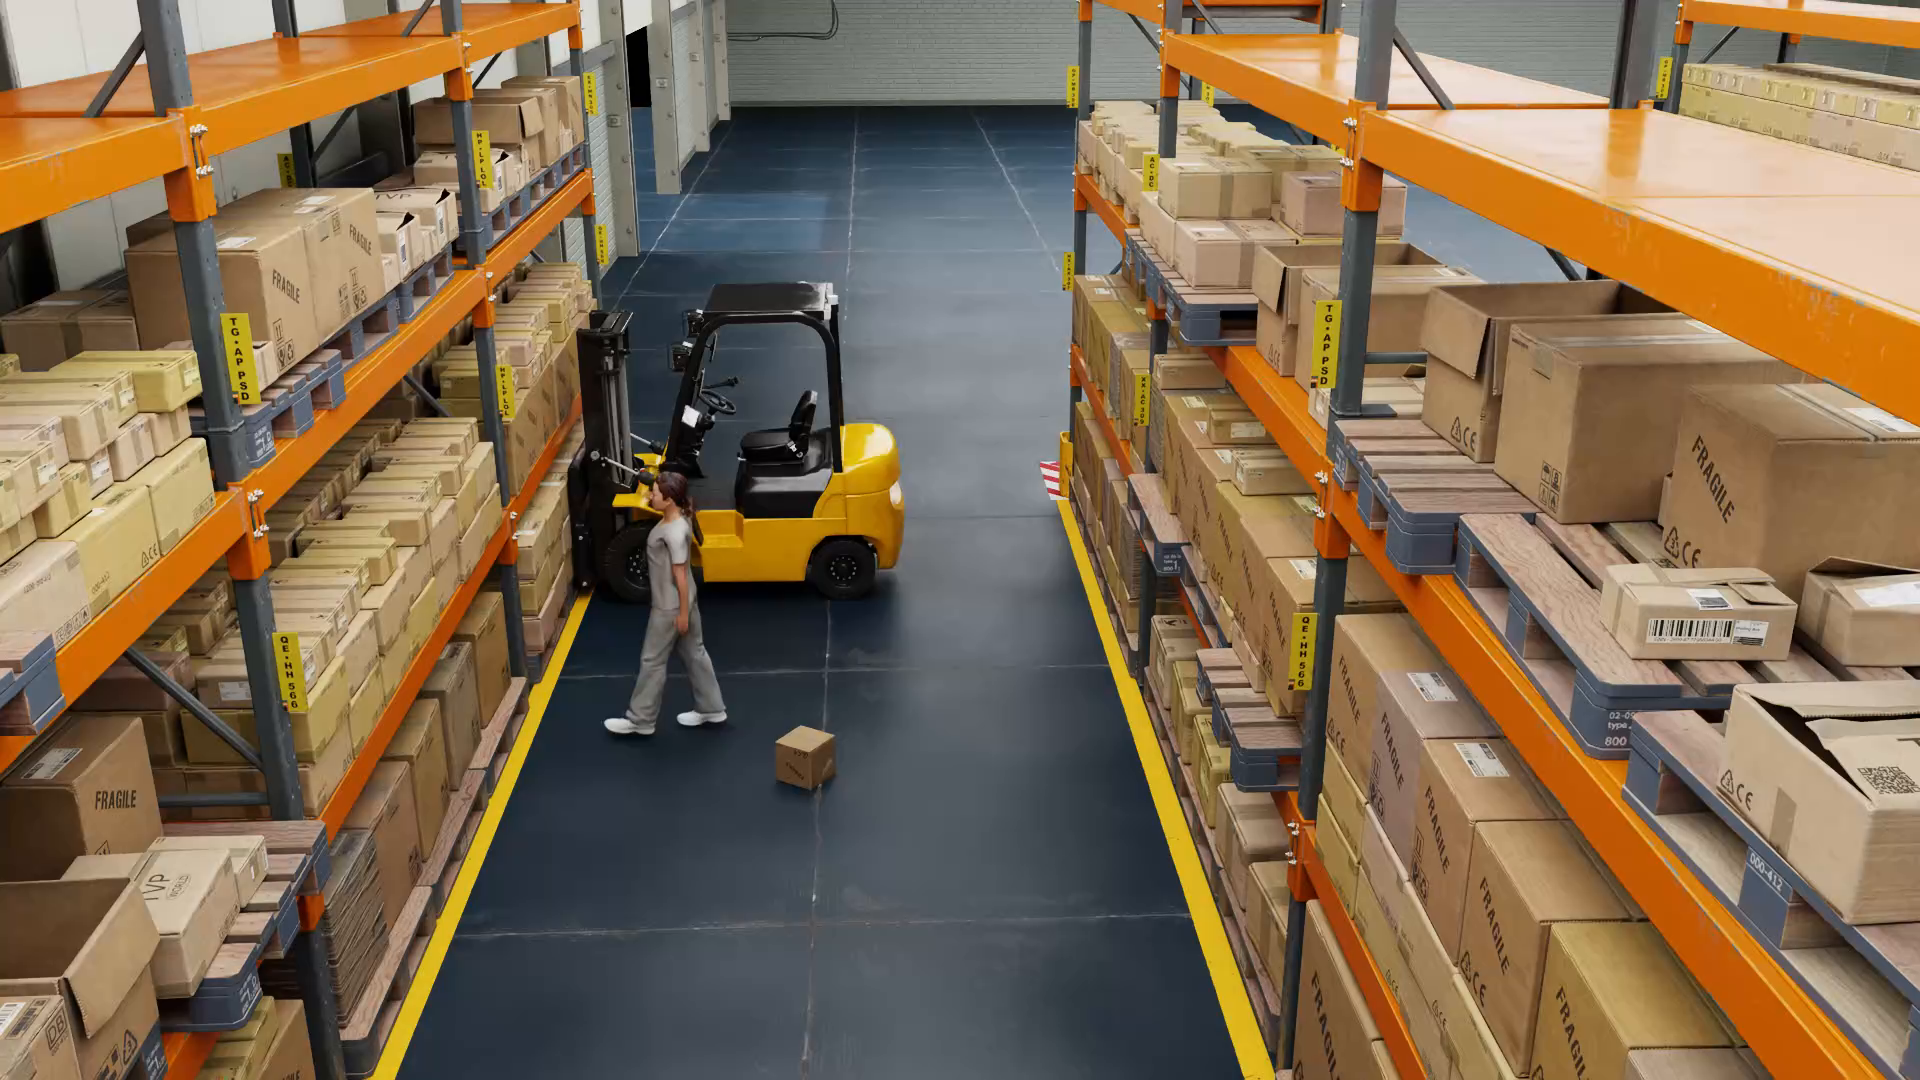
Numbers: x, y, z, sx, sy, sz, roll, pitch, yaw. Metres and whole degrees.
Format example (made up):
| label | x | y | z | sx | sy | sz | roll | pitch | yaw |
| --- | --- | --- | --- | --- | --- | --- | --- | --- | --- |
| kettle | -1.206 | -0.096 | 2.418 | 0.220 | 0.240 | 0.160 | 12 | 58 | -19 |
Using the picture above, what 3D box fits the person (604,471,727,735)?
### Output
| label | x | y | z | sx | sy | sz | roll | pitch | yaw |
| --- | --- | --- | --- | --- | --- | --- | --- | --- | --- |
| person | -1.817 | 0.377 | 10.054 | 0.733 | 1.660 | 0.448 | -1 | 20 | -2 |
